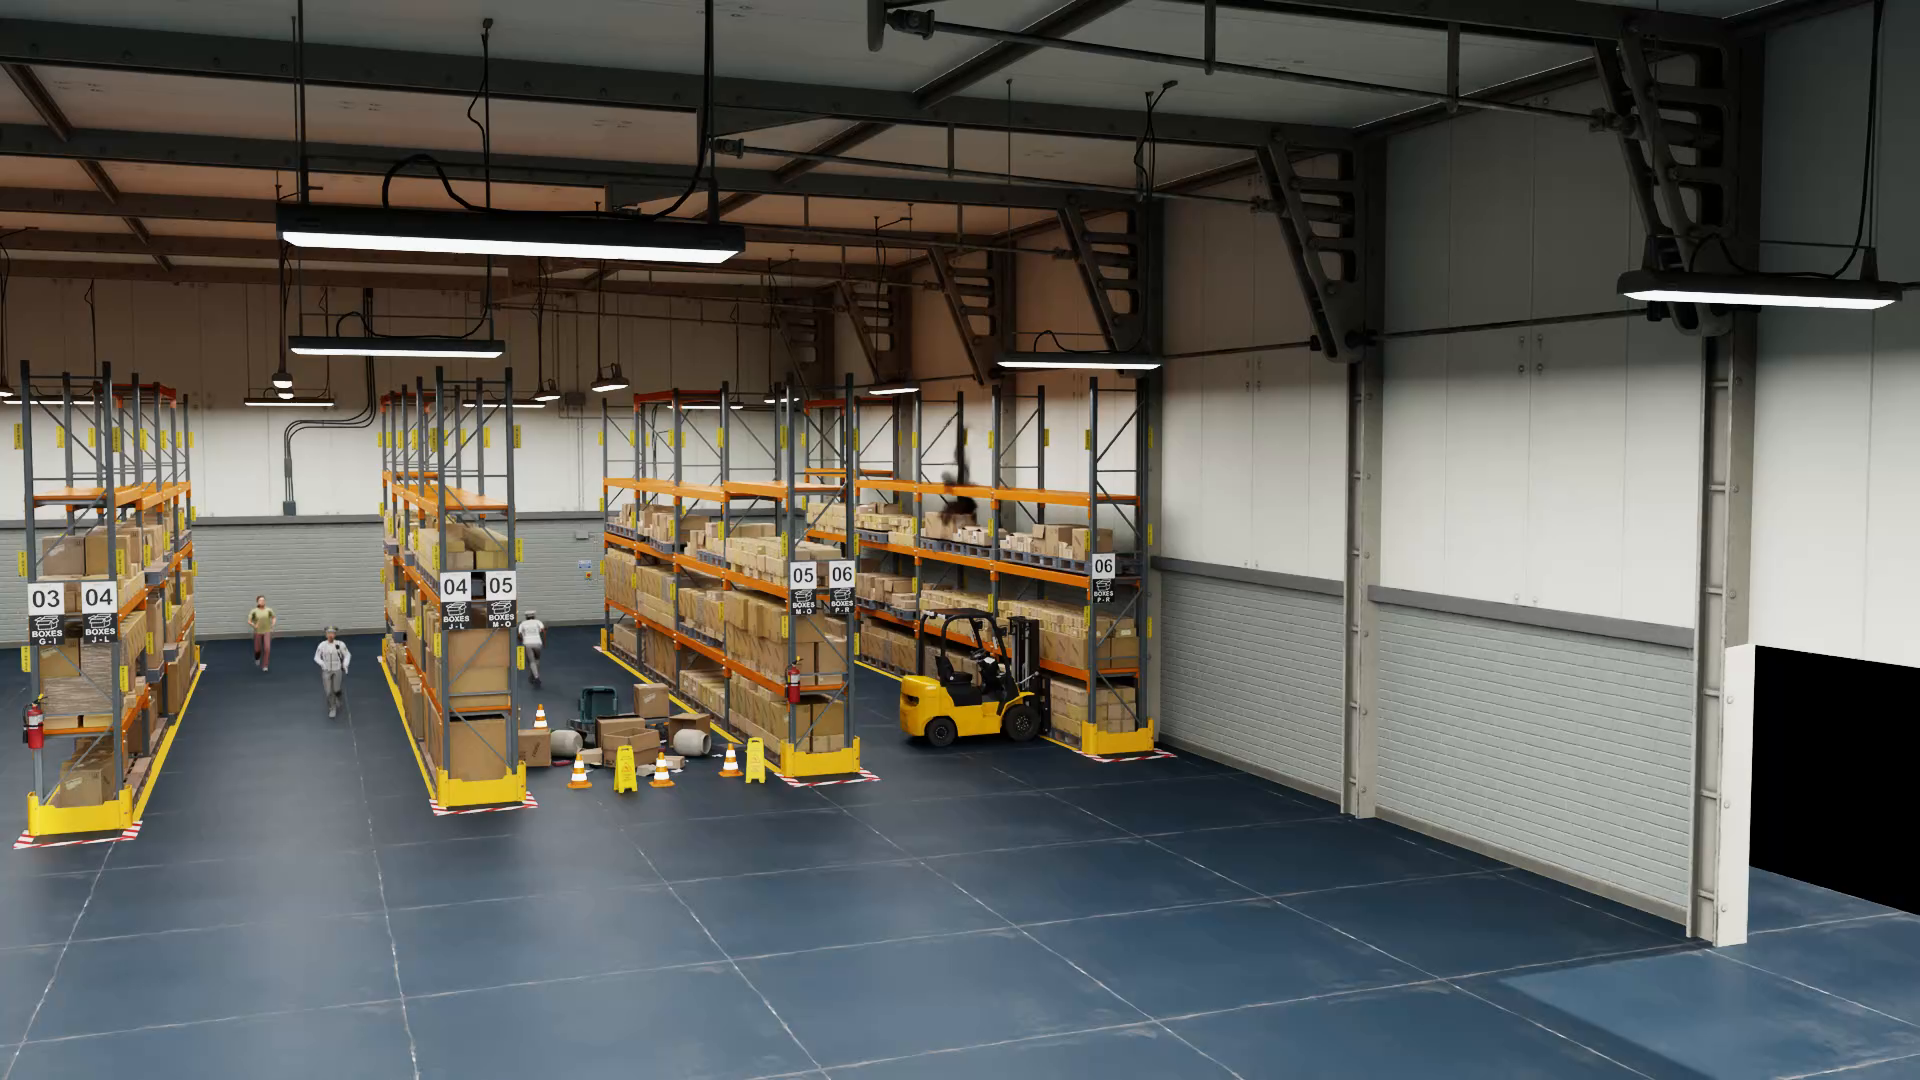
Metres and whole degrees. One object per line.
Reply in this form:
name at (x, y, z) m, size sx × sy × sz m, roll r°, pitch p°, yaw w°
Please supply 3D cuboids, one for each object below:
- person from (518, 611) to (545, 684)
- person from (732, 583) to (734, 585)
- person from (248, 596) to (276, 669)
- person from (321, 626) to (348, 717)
person at (-8.742, 2.242, 33.973) m, size 0.540 × 1.512 × 1.052 m, roll -1°, pitch 4°, yaw -18°
person at (-5.431, 1.789, 39.196) m, size 0.687 × 1.565 × 0.537 m, roll 3°, pitch 5°, yaw 44°
person at (-15.117, 1.987, 36.043) m, size 0.588 × 1.565 × 0.627 m, roll -2°, pitch 4°, yaw -29°
person at (-11.332, 2.372, 30.106) m, size 0.458 × 1.658 × 0.510 m, roll -1°, pitch 4°, yaw -15°
